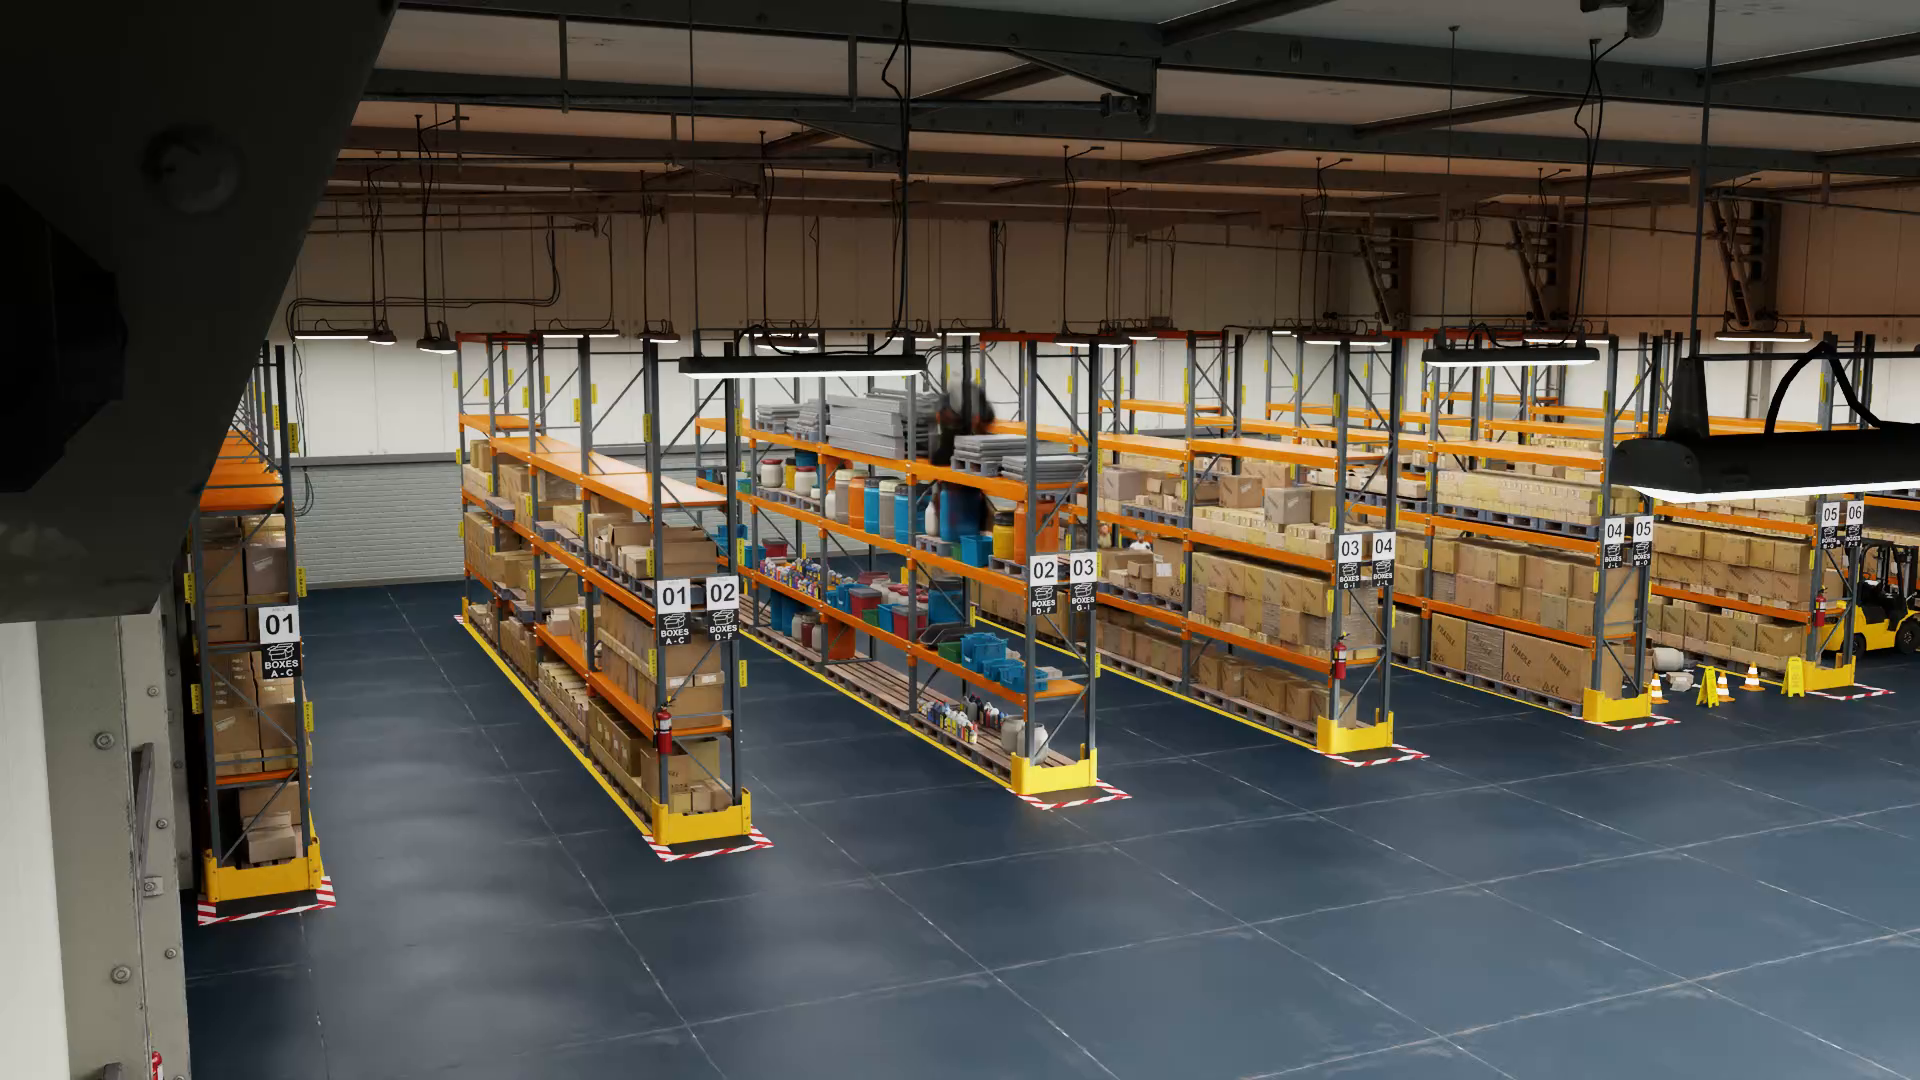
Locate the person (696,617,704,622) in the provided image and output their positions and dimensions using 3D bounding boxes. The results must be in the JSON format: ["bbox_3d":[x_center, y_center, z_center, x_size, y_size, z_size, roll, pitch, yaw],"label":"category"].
[{"bbox_3d":[-4.788,1.443,29.821,0.670,1.783,0.661,-5,9,-33],"label":"person"}]

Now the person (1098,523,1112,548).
[{"bbox_3d":[3.261,0.443,37.575,0.582,1.671,0.843,-2,8,-16],"label":"person"}]

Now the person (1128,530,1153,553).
[{"bbox_3d":[3.951,0.605,36.379,0.608,1.703,0.816,-3,8,-18],"label":"person"}]
